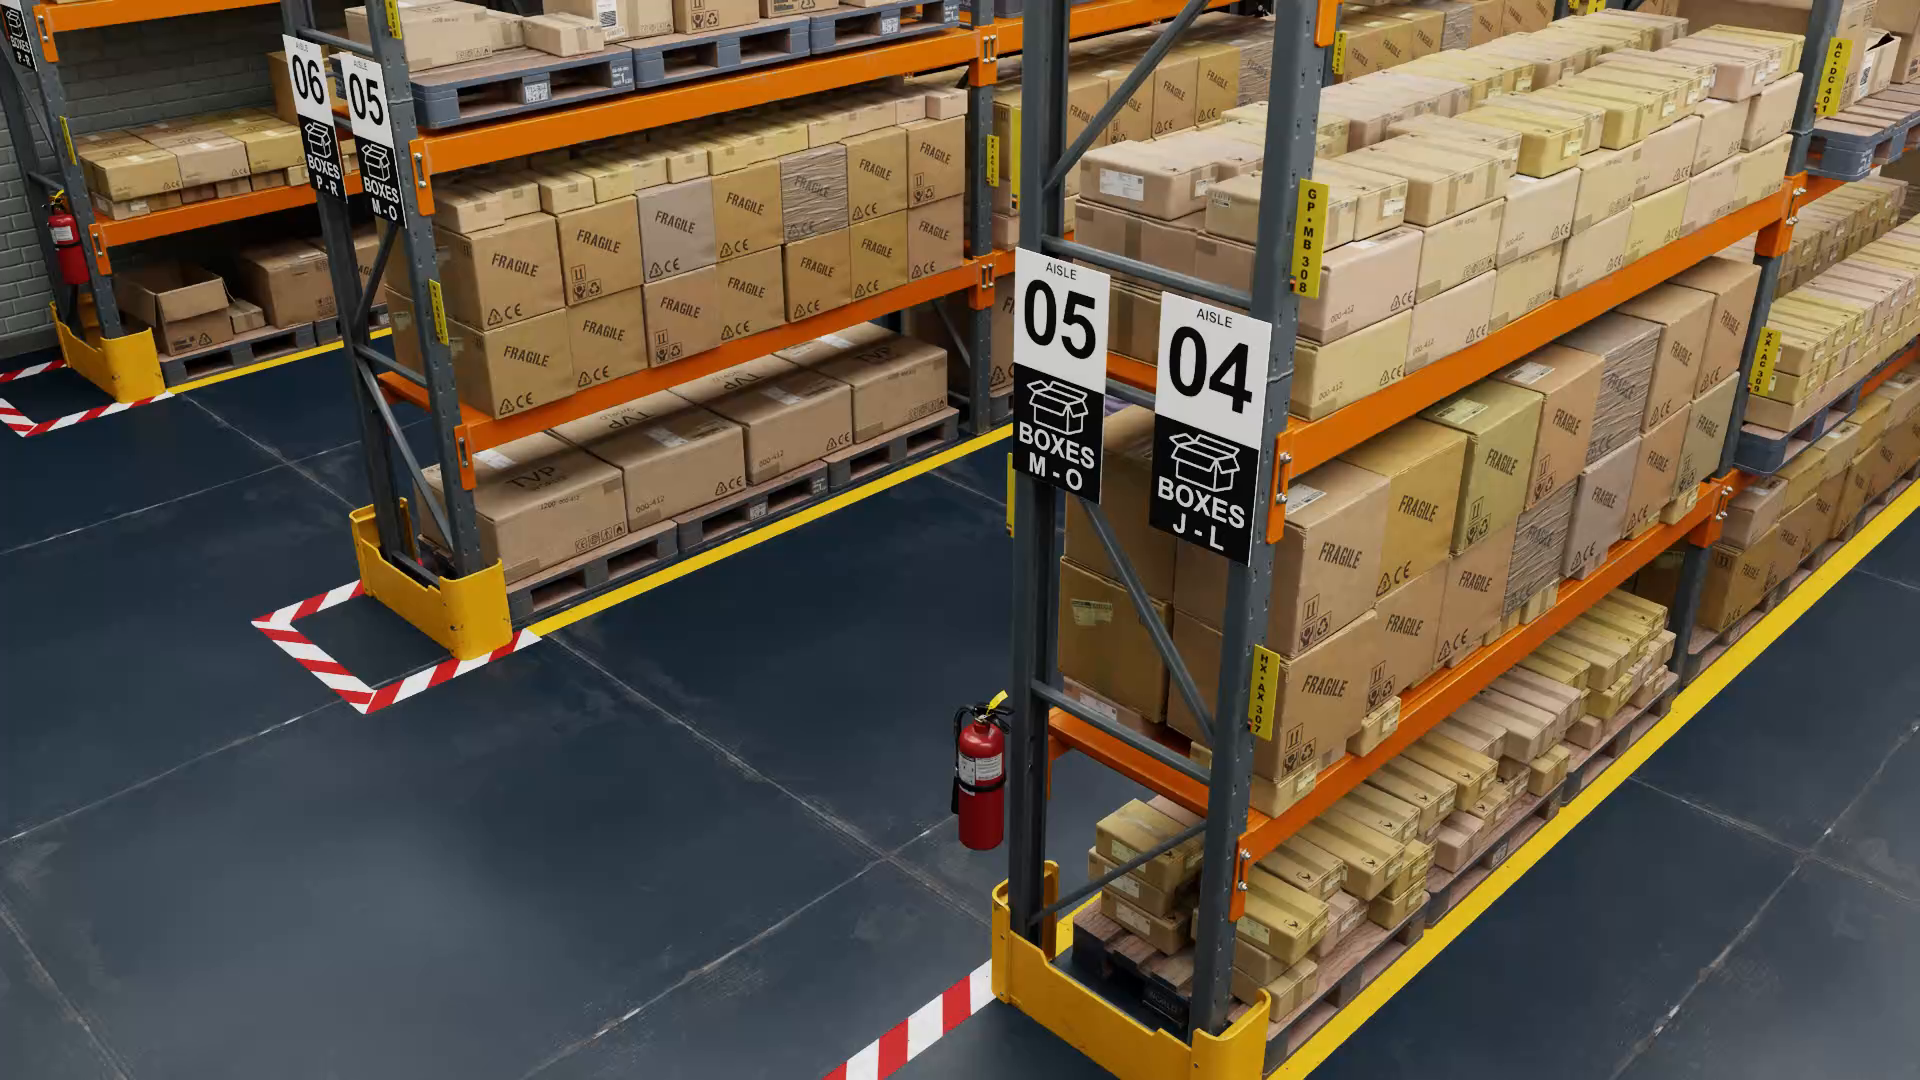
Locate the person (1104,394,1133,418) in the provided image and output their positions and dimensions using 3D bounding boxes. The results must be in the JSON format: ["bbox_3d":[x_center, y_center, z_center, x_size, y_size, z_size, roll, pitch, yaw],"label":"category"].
[{"bbox_3d":[0.931,-0.533,9.634,0.564,1.652,0.372,22,35,36],"label":"person"}]
